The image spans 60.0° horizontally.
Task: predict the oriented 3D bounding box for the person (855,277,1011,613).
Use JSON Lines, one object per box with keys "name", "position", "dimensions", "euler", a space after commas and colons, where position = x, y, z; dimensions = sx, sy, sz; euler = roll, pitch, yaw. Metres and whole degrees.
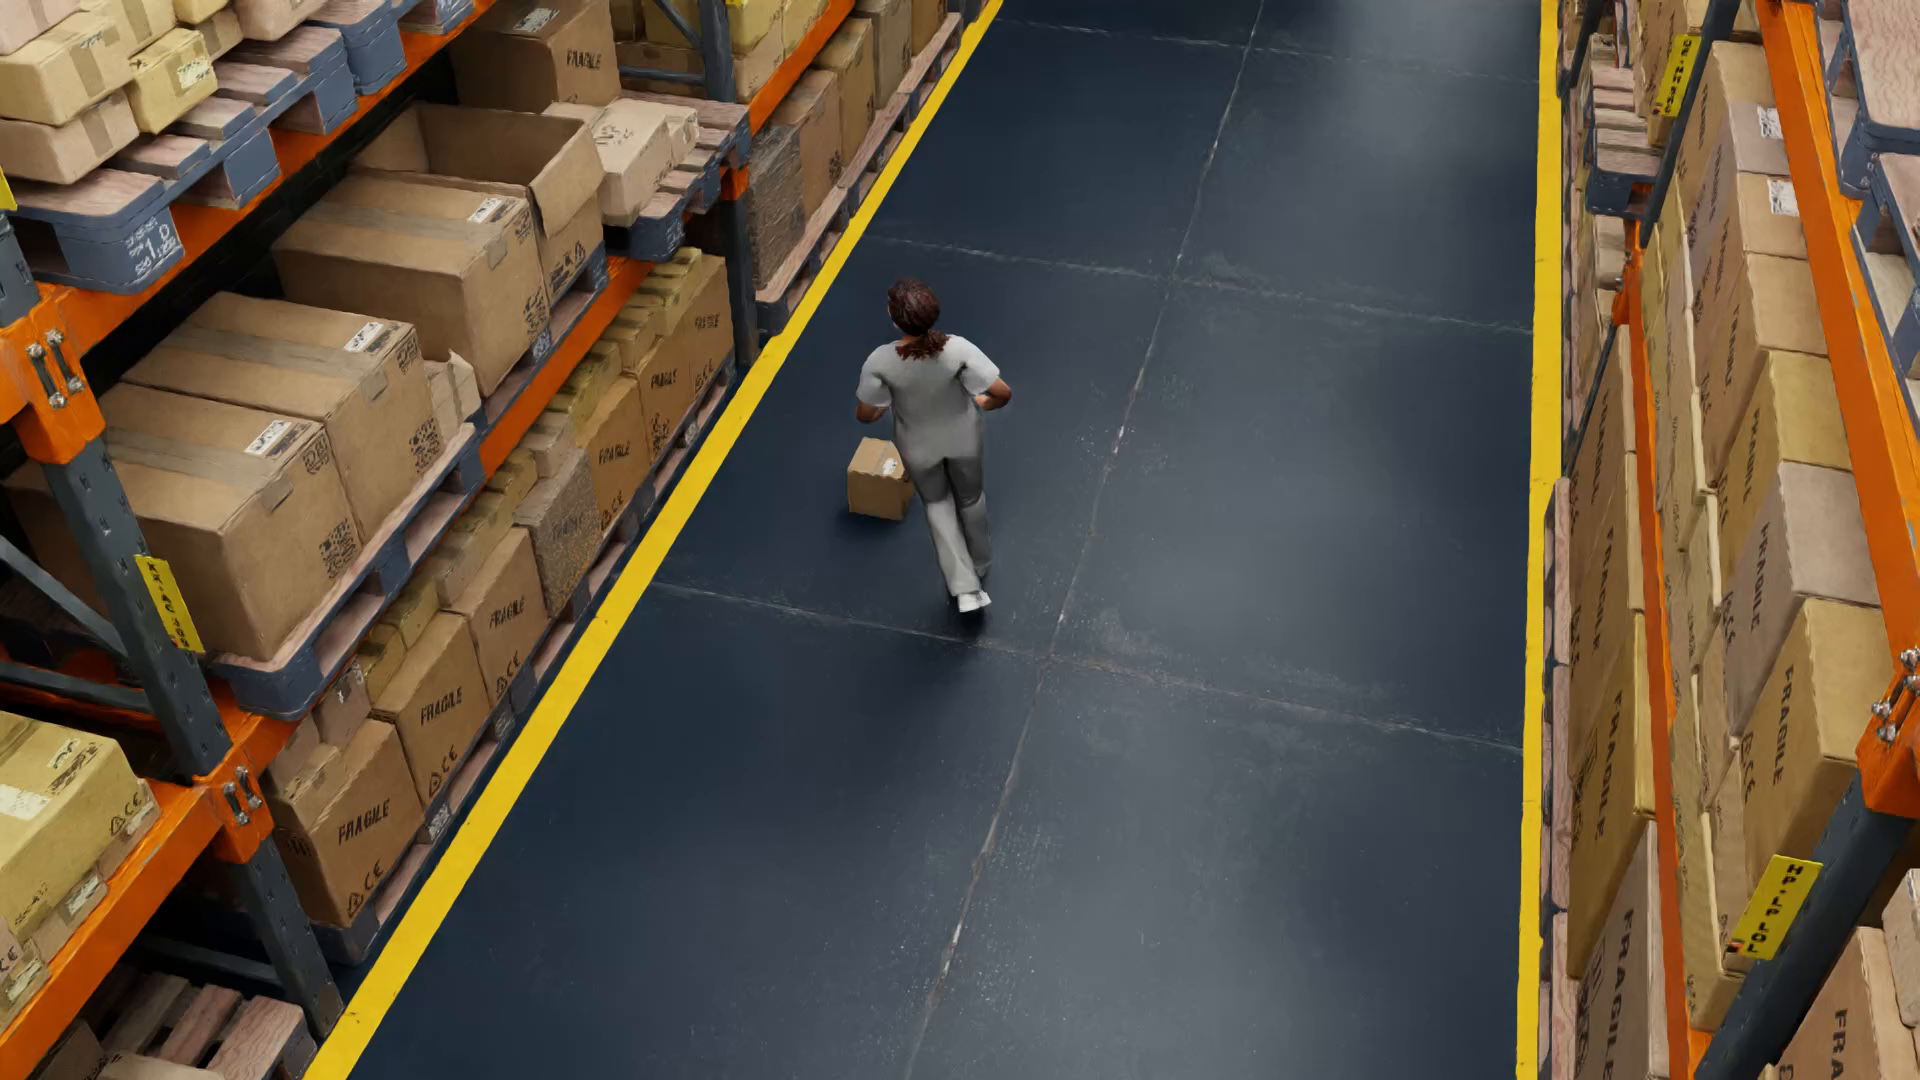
{"name": "person", "position": [-0.121, -0.387, 6.626], "dimensions": [0.594, 1.636, 0.718], "euler": [-5, 41, -6]}
